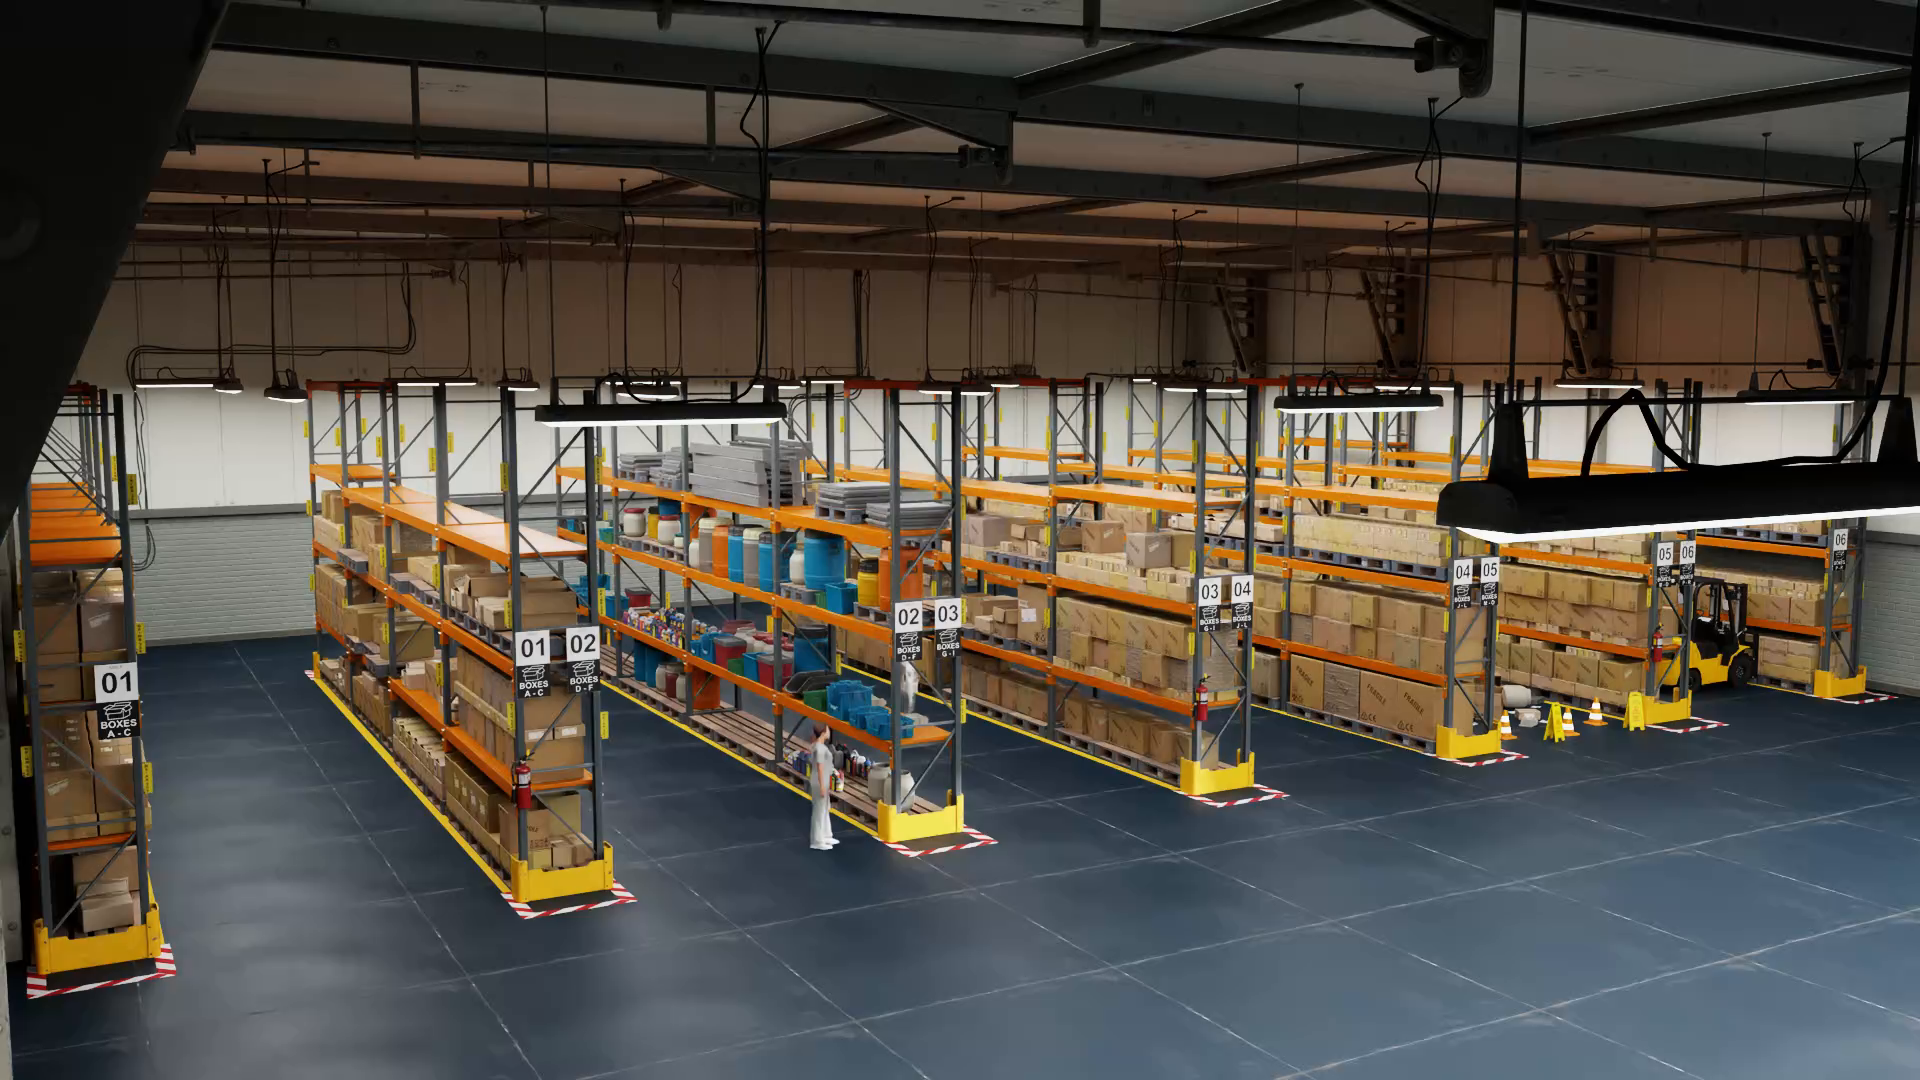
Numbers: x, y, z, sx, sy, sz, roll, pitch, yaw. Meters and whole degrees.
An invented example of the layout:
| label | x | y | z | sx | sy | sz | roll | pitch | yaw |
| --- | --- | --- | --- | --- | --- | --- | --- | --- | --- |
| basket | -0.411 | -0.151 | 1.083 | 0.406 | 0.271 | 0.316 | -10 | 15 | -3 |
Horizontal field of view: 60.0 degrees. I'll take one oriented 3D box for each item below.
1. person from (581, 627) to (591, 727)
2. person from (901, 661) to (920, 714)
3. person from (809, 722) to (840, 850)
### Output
| label | x | y | z | sx | sy | sz | roll | pitch | yaw |
| --- | --- | --- | --- | --- | --- | --- | --- | --- | --- |
| person | -6.586 | 2.387 | 29.036 | 0.497 | 1.729 | 0.986 | -3 | 7 | -26 |
| person | -0.837 | 2.519 | 27.669 | 0.330 | 1.619 | 0.580 | -1 | 6 | -11 |
| person | -1.767 | 3.213 | 21.731 | 0.423 | 1.702 | 0.516 | -1 | 6 | -10 |
